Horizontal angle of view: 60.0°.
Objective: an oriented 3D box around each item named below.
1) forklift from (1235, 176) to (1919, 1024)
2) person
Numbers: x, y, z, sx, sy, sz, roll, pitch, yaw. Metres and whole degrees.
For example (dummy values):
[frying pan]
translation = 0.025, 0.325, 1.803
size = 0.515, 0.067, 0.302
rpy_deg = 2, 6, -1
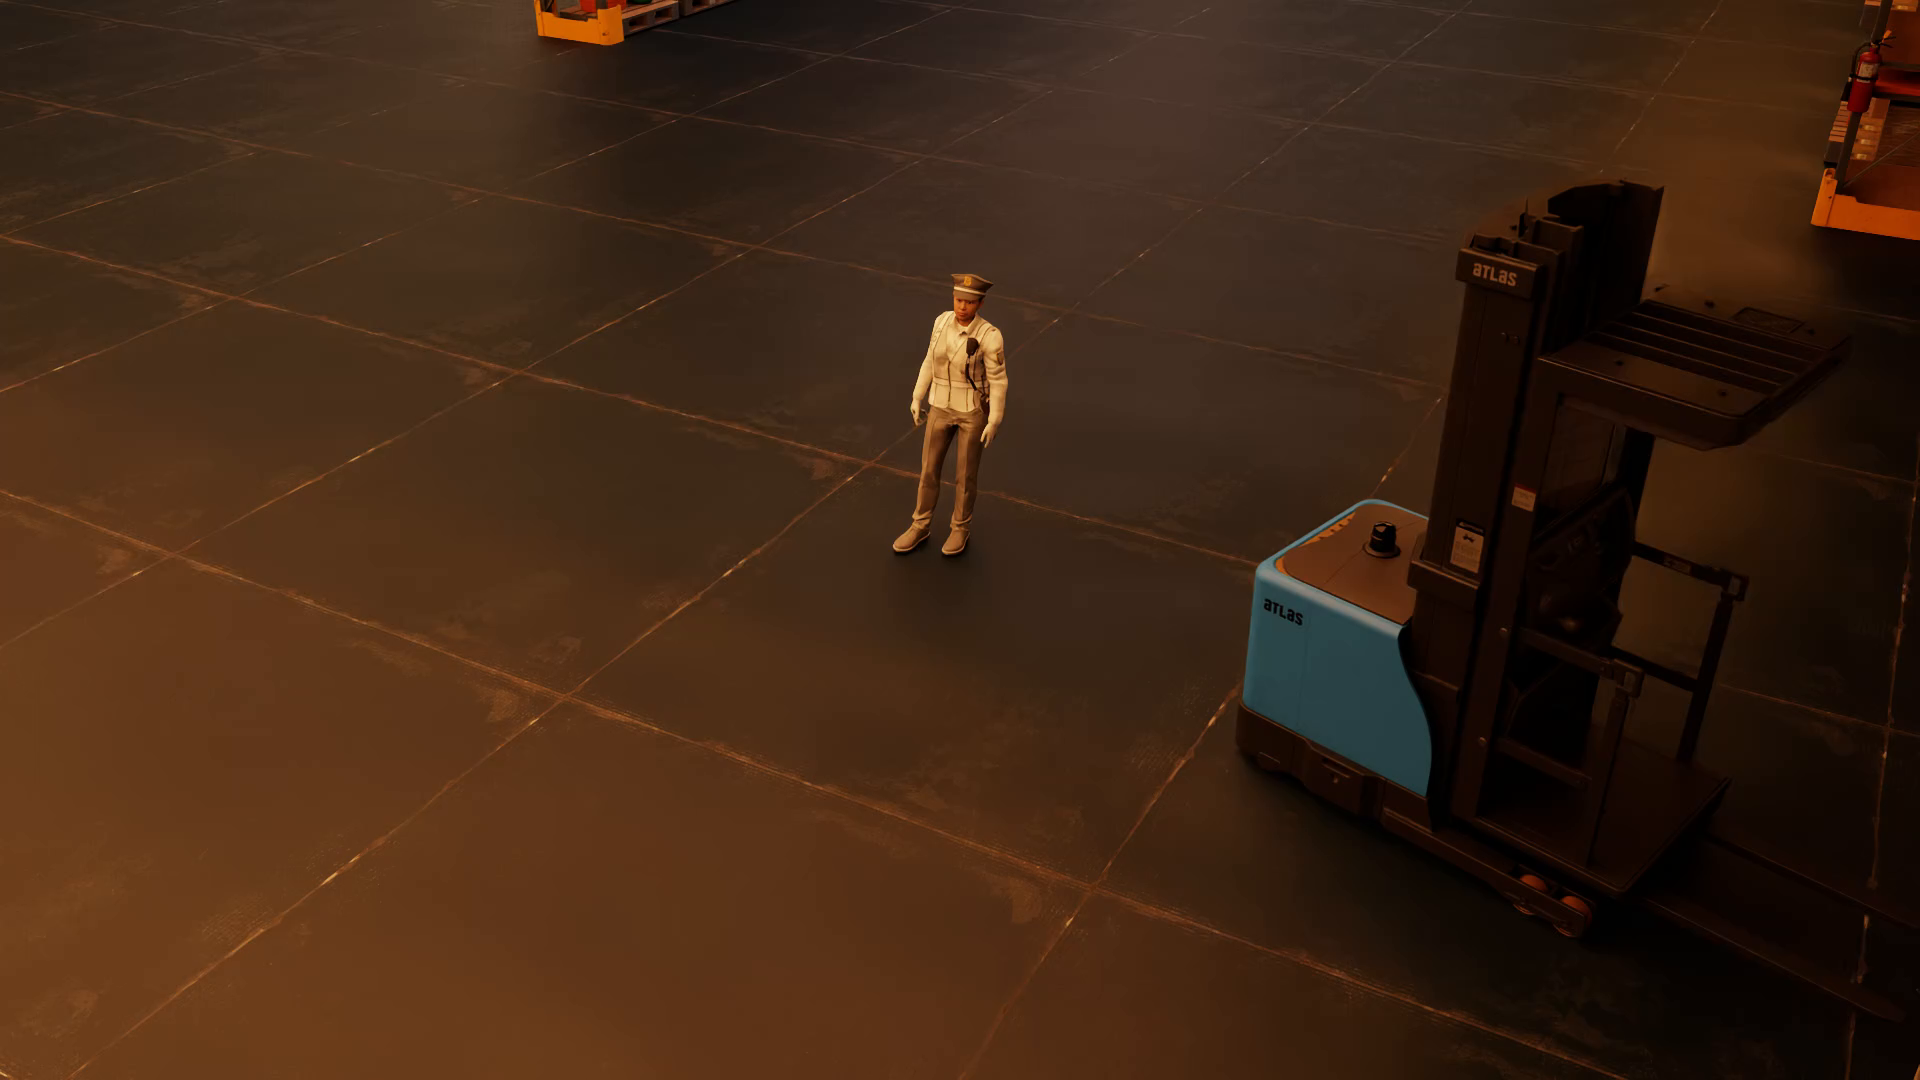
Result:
[forklift]
translation = 2.752, 0.123, 6.857
size = 3.031, 2.935, 1.130
rpy_deg = 26, 39, 37
[person]
translation = -0.039, -0.712, 9.526
size = 0.587, 1.695, 0.531
rpy_deg = 15, 33, 25
